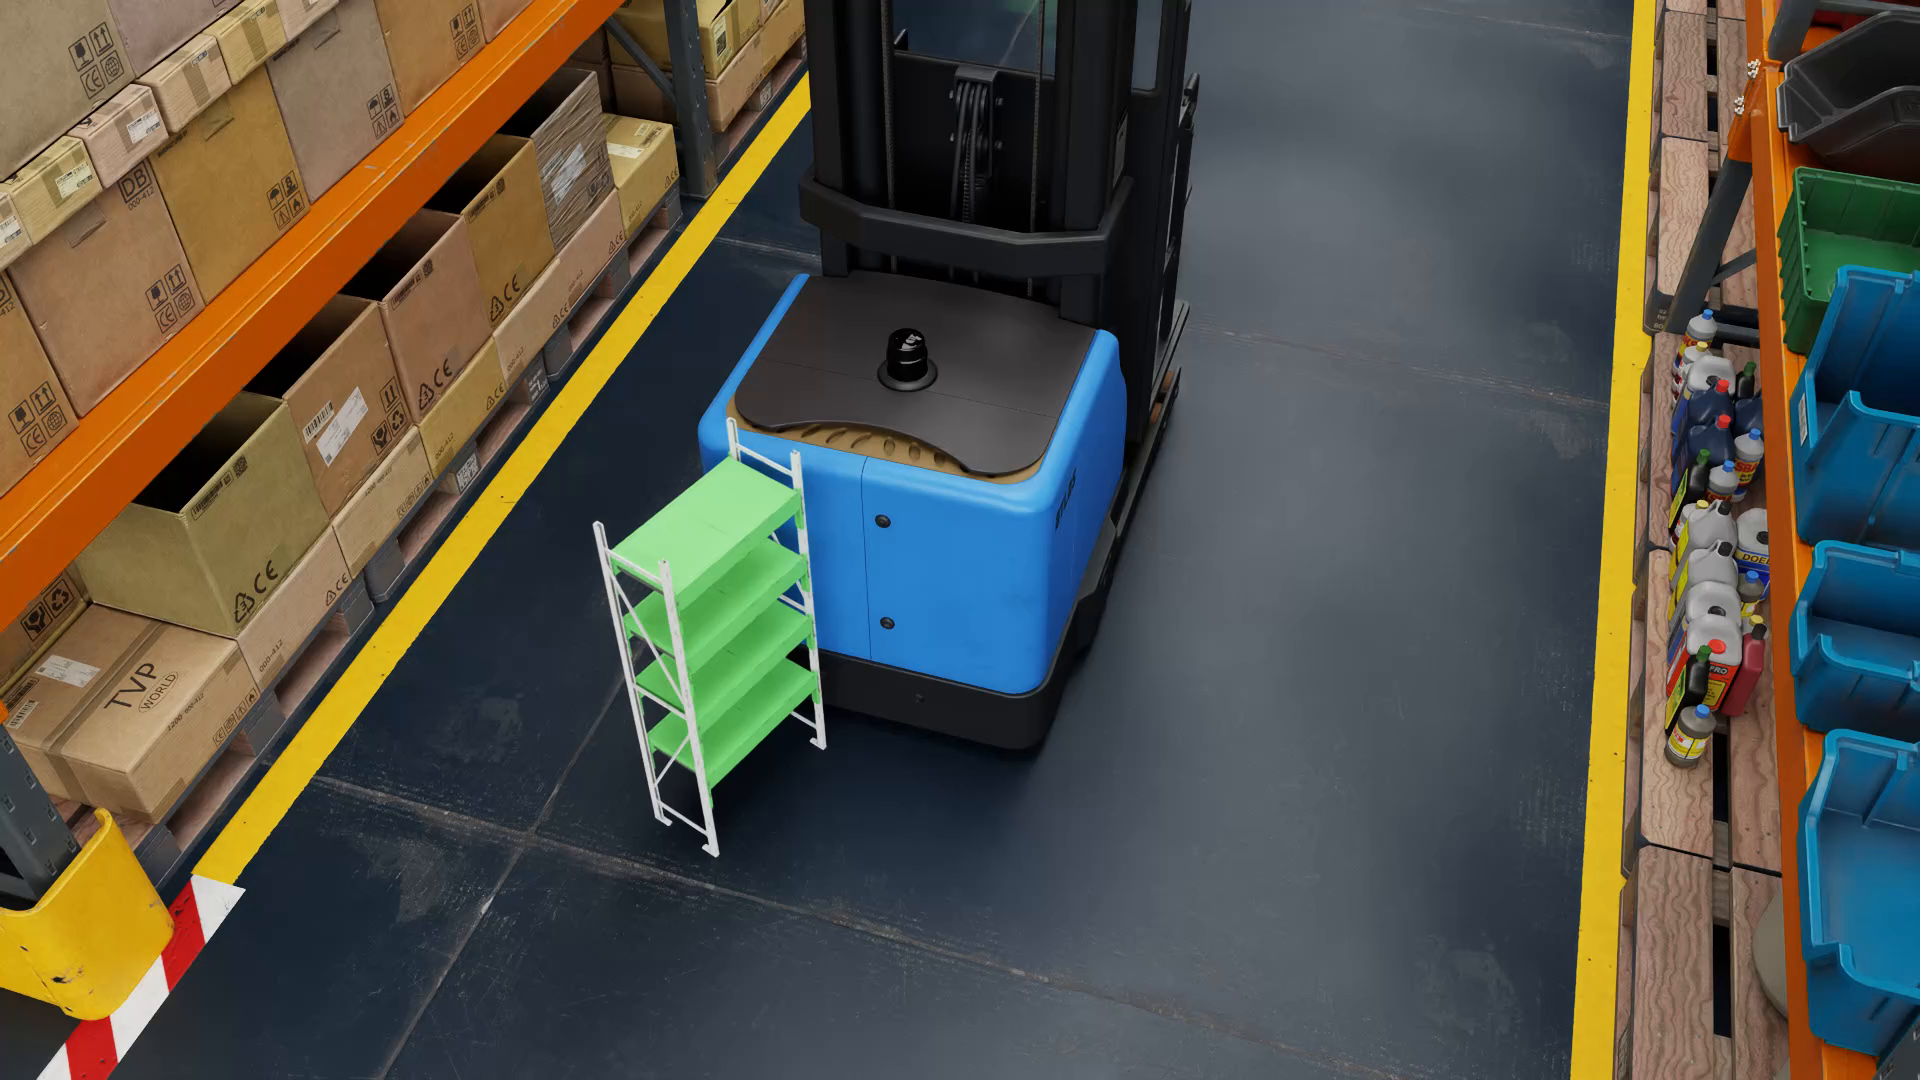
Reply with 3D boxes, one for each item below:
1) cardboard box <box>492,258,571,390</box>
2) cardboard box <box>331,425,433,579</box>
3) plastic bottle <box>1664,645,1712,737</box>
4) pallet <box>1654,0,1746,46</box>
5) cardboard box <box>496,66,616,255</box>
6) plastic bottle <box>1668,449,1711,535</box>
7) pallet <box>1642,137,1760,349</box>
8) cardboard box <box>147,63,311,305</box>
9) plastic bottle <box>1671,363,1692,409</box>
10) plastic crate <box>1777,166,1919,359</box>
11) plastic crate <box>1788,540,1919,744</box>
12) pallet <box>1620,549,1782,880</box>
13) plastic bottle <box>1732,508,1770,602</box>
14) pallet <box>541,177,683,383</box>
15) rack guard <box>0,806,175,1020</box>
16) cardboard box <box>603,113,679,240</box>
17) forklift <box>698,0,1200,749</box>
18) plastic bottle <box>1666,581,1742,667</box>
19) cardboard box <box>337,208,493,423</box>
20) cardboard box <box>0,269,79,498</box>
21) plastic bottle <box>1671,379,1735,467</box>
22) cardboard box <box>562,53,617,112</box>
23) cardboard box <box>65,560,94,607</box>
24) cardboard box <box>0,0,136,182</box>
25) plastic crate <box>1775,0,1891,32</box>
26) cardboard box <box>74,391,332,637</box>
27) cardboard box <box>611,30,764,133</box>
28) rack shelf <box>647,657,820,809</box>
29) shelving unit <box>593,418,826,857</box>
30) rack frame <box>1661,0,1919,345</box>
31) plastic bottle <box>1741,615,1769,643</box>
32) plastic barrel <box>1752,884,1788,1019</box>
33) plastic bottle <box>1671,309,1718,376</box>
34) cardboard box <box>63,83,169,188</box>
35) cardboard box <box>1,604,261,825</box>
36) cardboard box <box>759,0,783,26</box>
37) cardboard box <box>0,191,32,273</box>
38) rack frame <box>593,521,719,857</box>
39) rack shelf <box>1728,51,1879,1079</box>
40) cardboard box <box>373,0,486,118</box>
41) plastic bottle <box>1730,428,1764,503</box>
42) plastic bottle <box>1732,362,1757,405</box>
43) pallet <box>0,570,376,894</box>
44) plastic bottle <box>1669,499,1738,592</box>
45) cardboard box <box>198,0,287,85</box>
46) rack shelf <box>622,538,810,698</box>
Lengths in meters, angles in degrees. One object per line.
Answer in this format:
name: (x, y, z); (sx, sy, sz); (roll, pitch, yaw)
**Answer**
cardboard box: (-1.793, -0.842, 6.132); (0.500, 0.250, 0.500); (13, 46, 13)
cardboard box: (-2.099, -0.177, 5.451); (0.500, 0.250, 0.500); (13, 46, 13)
plastic bottle: (2.102, 0.435, 4.789); (0.061, 0.283, 0.133); (14, 46, 13)
pallet: (4.097, -2.808, 8.468); (1.003, 0.211, 1.213); (13, 46, 13)
cardboard box: (-1.657, -1.447, 6.214); (0.500, 0.500, 0.500); (13, 46, 13)
plastic bottle: (2.371, -0.155, 5.392); (0.061, 0.283, 0.133); (14, 46, 14)
pallet: (3.358, -1.181, 6.806); (1.003, 0.211, 1.213); (13, 46, 13)
cardboard box: (-2.310, -1.057, 4.614); (0.700, 0.500, 0.500); (13, 46, 13)
plastic bottle: (2.581, -0.548, 5.852); (0.097, 0.201, 0.097); (0, 44, 0)
plastic crate: (2.477, -0.725, 4.498); (0.450, 0.188, 0.662); (13, 46, 13)
plastic crate: (2.015, 0.245, 3.462); (0.499, 0.251, 0.408); (13, 46, 13)
pallet: (2.547, 0.605, 4.981); (1.003, 0.211, 1.213); (13, 46, 13)
plastic bottle: (2.480, 0.044, 5.193); (0.152, 0.276, 0.135); (13, 46, 13)
pallet: (-1.843, -1.180, 6.805); (1.003, 0.211, 1.213); (13, 46, 13)
rack guard: (-2.781, 0.878, 4.495); (1.175, 0.500, 0.348); (13, 46, 13)
cardboard box: (-1.494, -1.510, 6.814); (0.500, 0.250, 0.500); (13, 46, 13)
forklift: (0.190, -1.468, 5.154); (1.130, 2.935, 3.031); (12, 46, 12)
plastic bottle: (2.229, 0.265, 4.968); (0.152, 0.276, 0.135); (11, 46, 11)
cardboard box: (-1.942, -0.777, 5.528); (0.500, 0.500, 0.500); (13, 46, 13)
cardboard box: (-2.620, -0.376, 3.918); (0.700, 0.500, 0.500); (13, 46, 13)
plastic bottle: (2.517, -0.407, 5.600); (0.144, 0.351, 0.185); (14, 46, 14)
cardboard box: (-1.713, -2.203, 7.522); (0.500, 0.250, 0.500); (12, 46, 12)
cardboard box: (-2.753, 0.045, 5.225); (0.500, 0.250, 0.500); (13, 46, 13)
cardboard box: (-2.450, -1.226, 3.860); (0.700, 0.500, 0.500); (11, 46, 11)
plastic crate: (3.012, -2.057, 5.661); (0.402, 0.464, 0.583); (13, 46, 13)
cardboard box: (-2.250, -0.111, 4.848); (0.500, 0.500, 0.500); (13, 46, 13)
cardboard box: (-1.204, -2.082, 7.398); (0.500, 0.250, 0.500); (12, 46, 12)
rack shelf: (-0.655, 0.515, 4.800); (0.258, 0.148, 0.480); (27, 50, 25)
shelving unit: (-0.655, 0.298, 4.587); (0.258, 1.200, 0.503); (27, 50, 25)
rack frame: (3.157, -1.646, 5.288); (1.000, 3.000, 0.127); (13, 46, 13)
plastic bottle: (2.353, 0.305, 4.980); (0.097, 0.201, 0.097); (0, 44, 0)
plastic barrel: (2.224, 0.970, 4.092); (0.421, 0.512, 0.421); (0, 44, 0)
plastic bottle: (2.643, -0.709, 5.966); (0.097, 0.271, 0.097); (0, 44, 0)
cardboard box: (-2.217, -1.025, 4.118); (0.380, 0.149, 0.250); (12, 46, 12)
cardboard box: (-2.399, 0.491, 4.770); (0.500, 0.250, 0.500); (13, 46, 13)
cardboard box: (-1.043, -2.621, 7.548); (0.500, 0.311, 0.500); (12, 46, 12)
cardboard box: (-2.372, -0.692, 3.777); (0.380, 0.149, 0.250); (11, 46, 11)
rack frame: (-0.799, 0.436, 4.446); (0.240, 1.200, 0.015); (27, 50, 25)
rack shelf: (2.552, -0.056, 4.177); (1.077, 0.370, 4.000); (13, 46, 13)
cardboard box: (-2.000, -1.750, 5.322); (0.700, 0.500, 0.500); (13, 46, 13)
plastic bottle: (2.589, -0.256, 5.503); (0.097, 0.271, 0.097); (0, 44, 0)
plastic bottle: (2.673, -0.470, 5.713); (0.061, 0.283, 0.133); (13, 46, 13)
pallet: (-2.582, 0.446, 5.143); (1.003, 0.211, 1.213); (13, 46, 13)
plastic bottle: (2.332, 0.003, 5.182); (0.144, 0.351, 0.185); (12, 46, 12)
cardboard box: (-2.061, -1.374, 4.474); (0.380, 0.149, 0.250); (12, 46, 12)
rack shelf: (-0.655, 0.172, 4.464); (0.258, 0.148, 0.480); (27, 50, 25)
